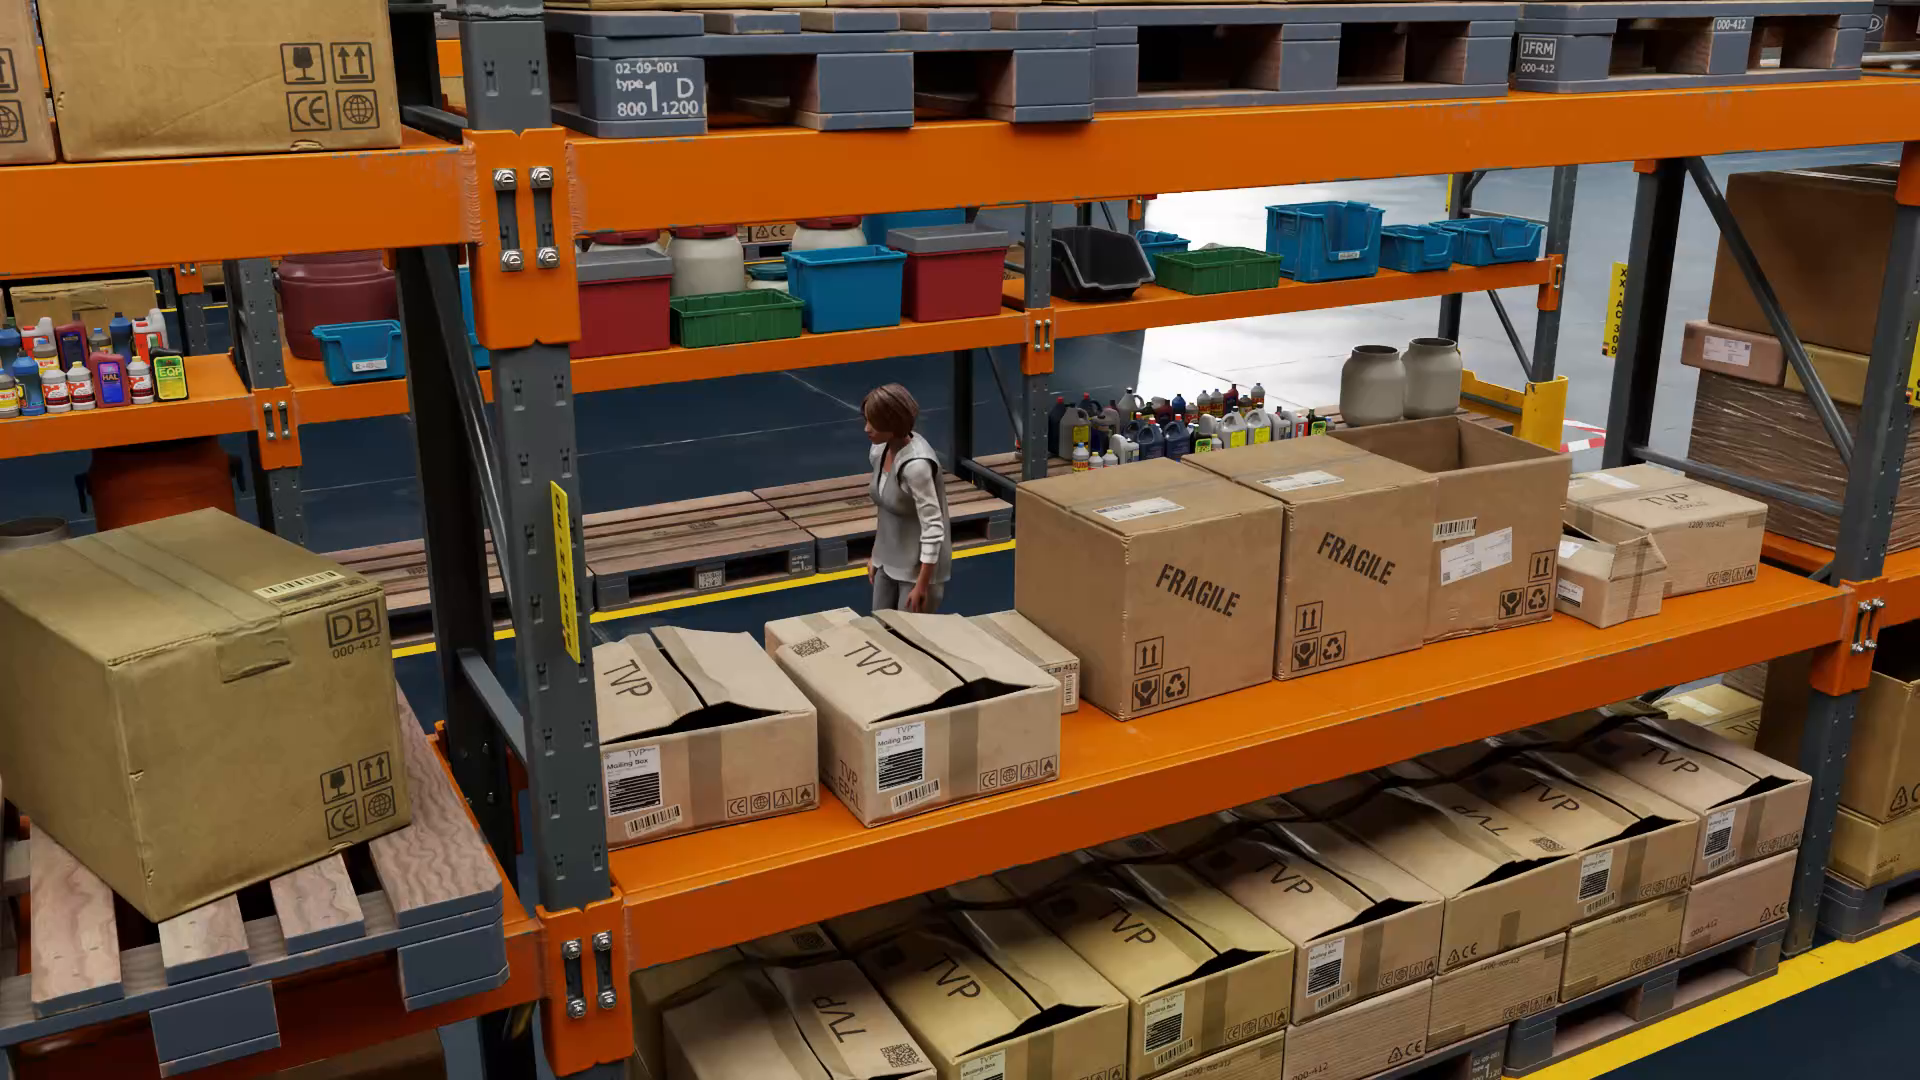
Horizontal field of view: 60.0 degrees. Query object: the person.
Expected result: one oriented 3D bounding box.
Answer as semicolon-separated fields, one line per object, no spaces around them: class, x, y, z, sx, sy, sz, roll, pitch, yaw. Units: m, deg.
person;-0.223;0.144;6.655;0.347;1.592;0.464;-10;21;-27
